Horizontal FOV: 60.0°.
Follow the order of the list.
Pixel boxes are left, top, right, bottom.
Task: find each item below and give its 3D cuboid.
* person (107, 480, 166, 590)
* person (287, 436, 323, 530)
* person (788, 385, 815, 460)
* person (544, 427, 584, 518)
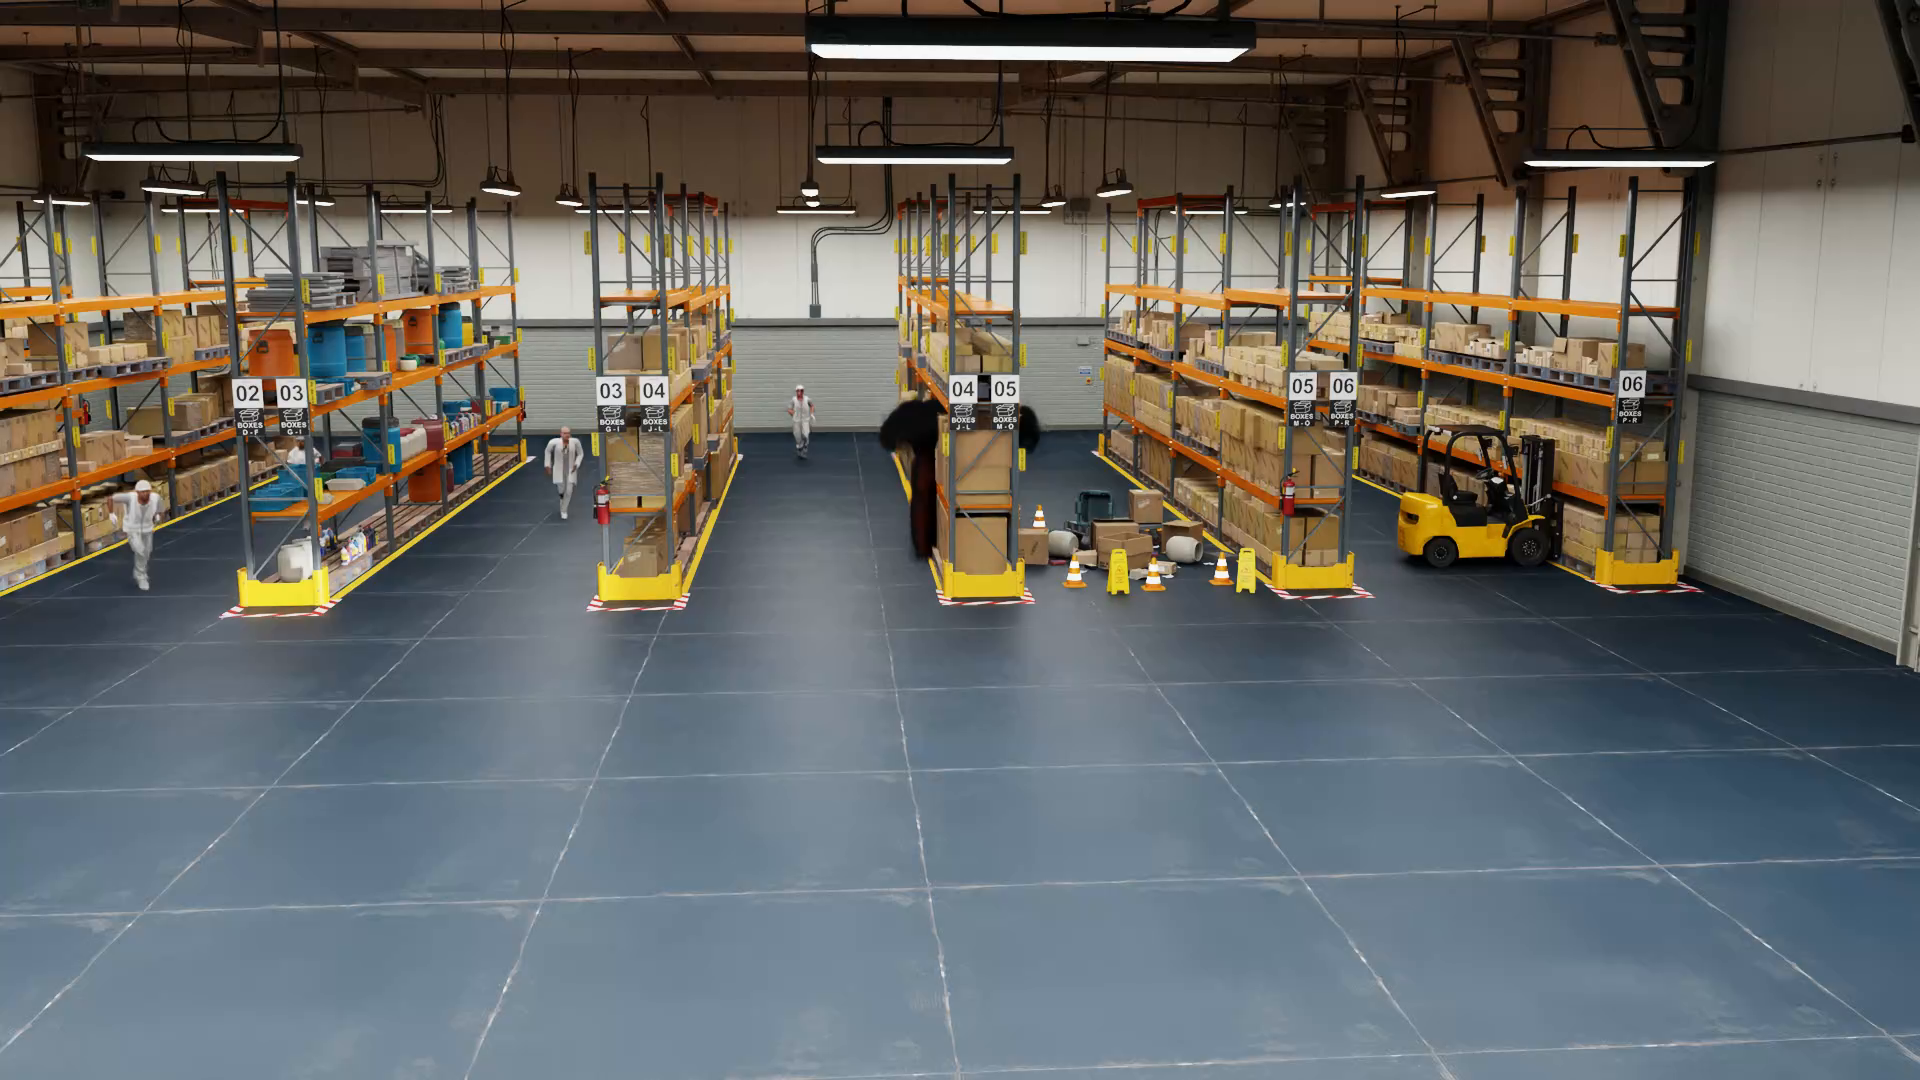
[{"bbox_3d":[-12.128,-0.083,24.535,0.735,1.680,0.987,-9,13,-41],"label":"person"},{"bbox_3d":[-11.776,-1.064,29.909,0.519,1.735,0.848,0,10,3],"label":"person"},{"bbox_3d":[-3.743,-2.782,39.314,0.646,1.766,0.775,-1,10,-5],"label":"person"},{"bbox_3d":[-7.396,-1.285,31.094,0.719,1.710,0.704,-4,11,-22],"label":"person"}]
